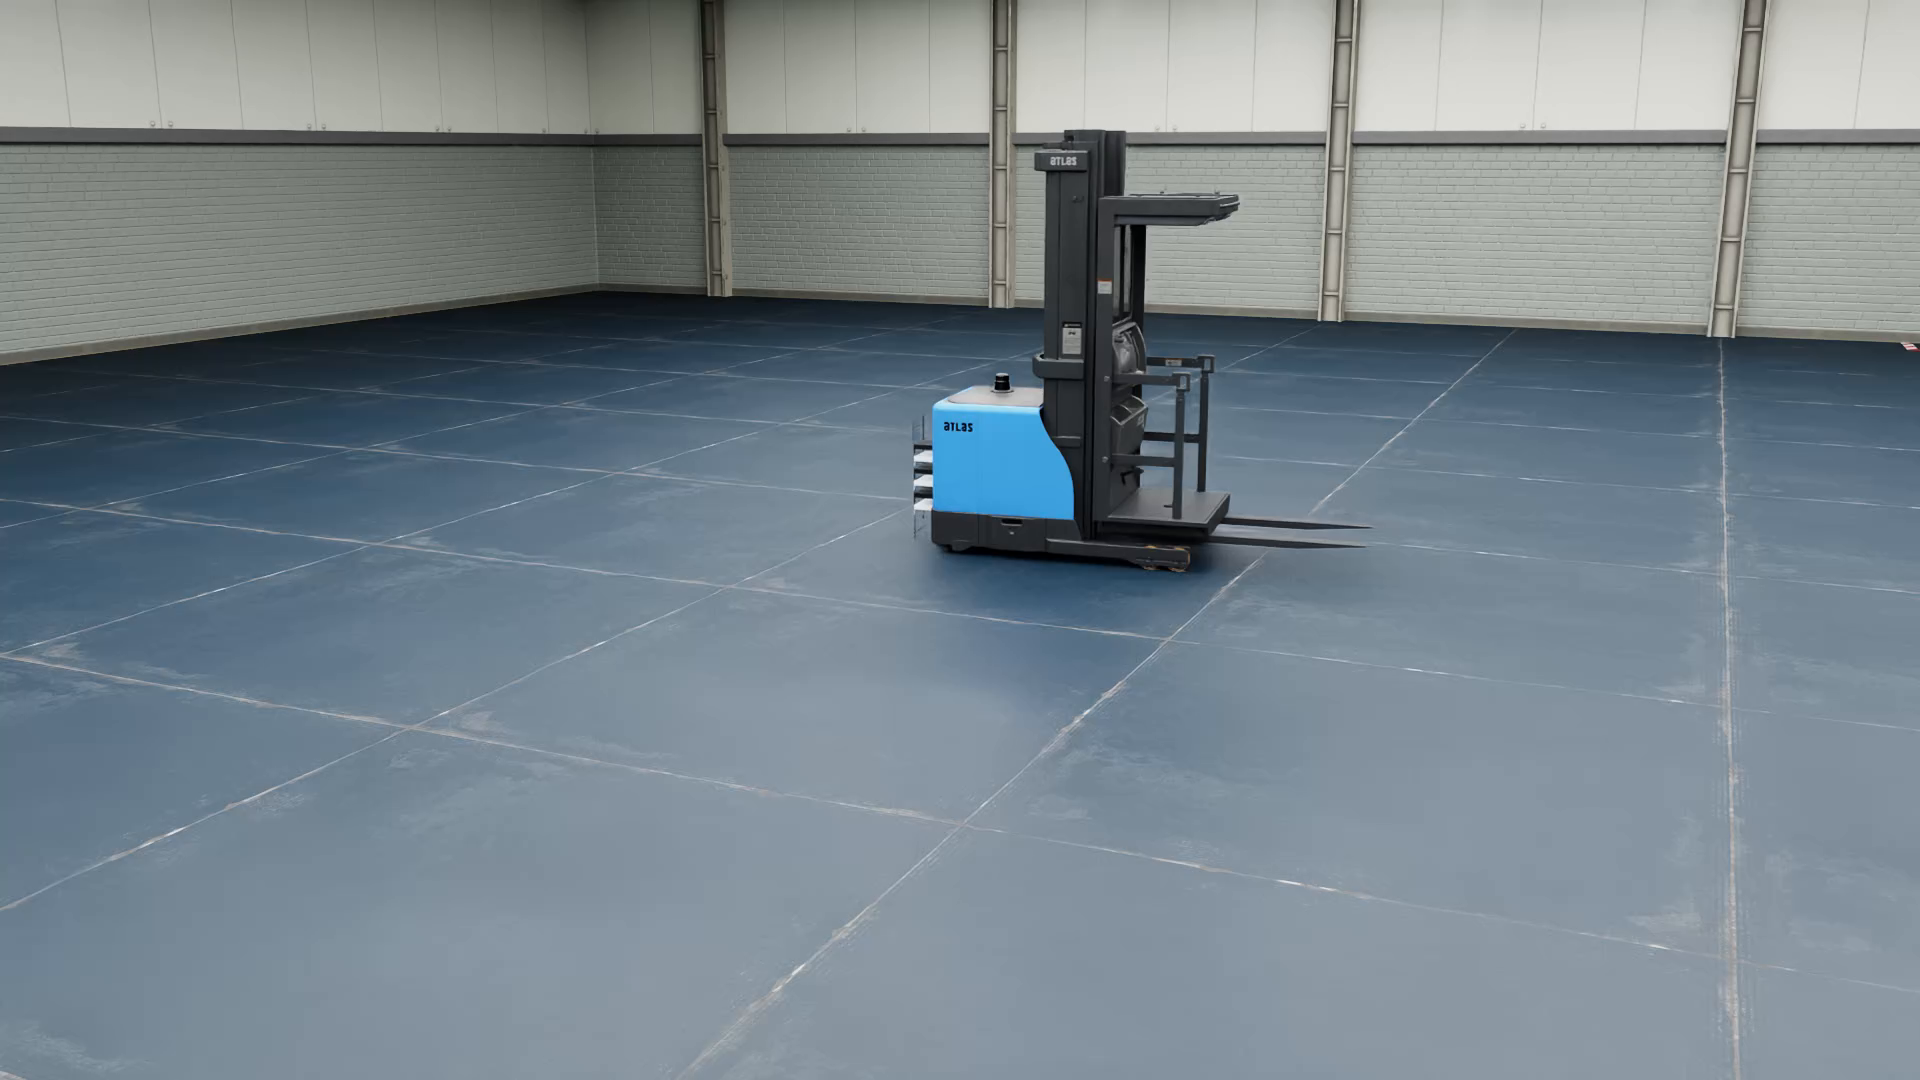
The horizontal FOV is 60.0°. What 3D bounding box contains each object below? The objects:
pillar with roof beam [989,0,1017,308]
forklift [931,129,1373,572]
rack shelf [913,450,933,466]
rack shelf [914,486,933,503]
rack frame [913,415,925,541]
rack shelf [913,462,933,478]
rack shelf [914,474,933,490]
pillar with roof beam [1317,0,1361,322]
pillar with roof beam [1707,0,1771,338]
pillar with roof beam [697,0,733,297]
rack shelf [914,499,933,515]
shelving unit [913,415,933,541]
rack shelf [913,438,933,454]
[{"bbox_3d":[-0.980,-7.735,25.520,0.400,9.000,9.100,6,14,23],"label":"pillar with roof beam"},{"bbox_3d":[1.368,-1.344,11.569,3.031,2.935,1.130,4,14,17],"label":"forklift"},{"bbox_3d":[-0.205,-0.594,12.173,0.200,0.077,0.258,4,14,17],"label":"rack shelf"},{"bbox_3d":[-0.205,-0.331,12.235,0.200,0.077,0.258,4,14,17],"label":"rack shelf"},{"bbox_3d":[-0.302,-0.458,12.237,0.006,0.900,0.240,4,14,17],"label":"rack frame"},{"bbox_3d":[-0.205,-0.506,12.194,0.200,0.077,0.258,4,14,17],"label":"rack shelf"},{"bbox_3d":[-0.205,-0.419,12.215,0.200,0.077,0.258,4,14,17],"label":"rack shelf"},{"bbox_3d":[4.506,-7.180,23.154,0.400,9.000,9.100,6,14,23],"label":"pillar with roof beam"},{"bbox_3d":[9.992,-6.625,20.788,0.400,9.000,9.100,6,14,23],"label":"pillar with roof beam"},{"bbox_3d":[-6.466,-8.290,27.886,0.400,9.000,9.100,6,14,23],"label":"pillar with roof beam"},{"bbox_3d":[-0.205,-0.243,12.256,0.200,0.077,0.258,4,14,17],"label":"rack shelf"},{"bbox_3d":[-0.205,-0.451,12.207,0.210,0.900,0.258,4,14,17],"label":"shelving unit"},{"bbox_3d":[-0.205,-0.681,12.153,0.200,0.077,0.258,4,14,17],"label":"rack shelf"}]
